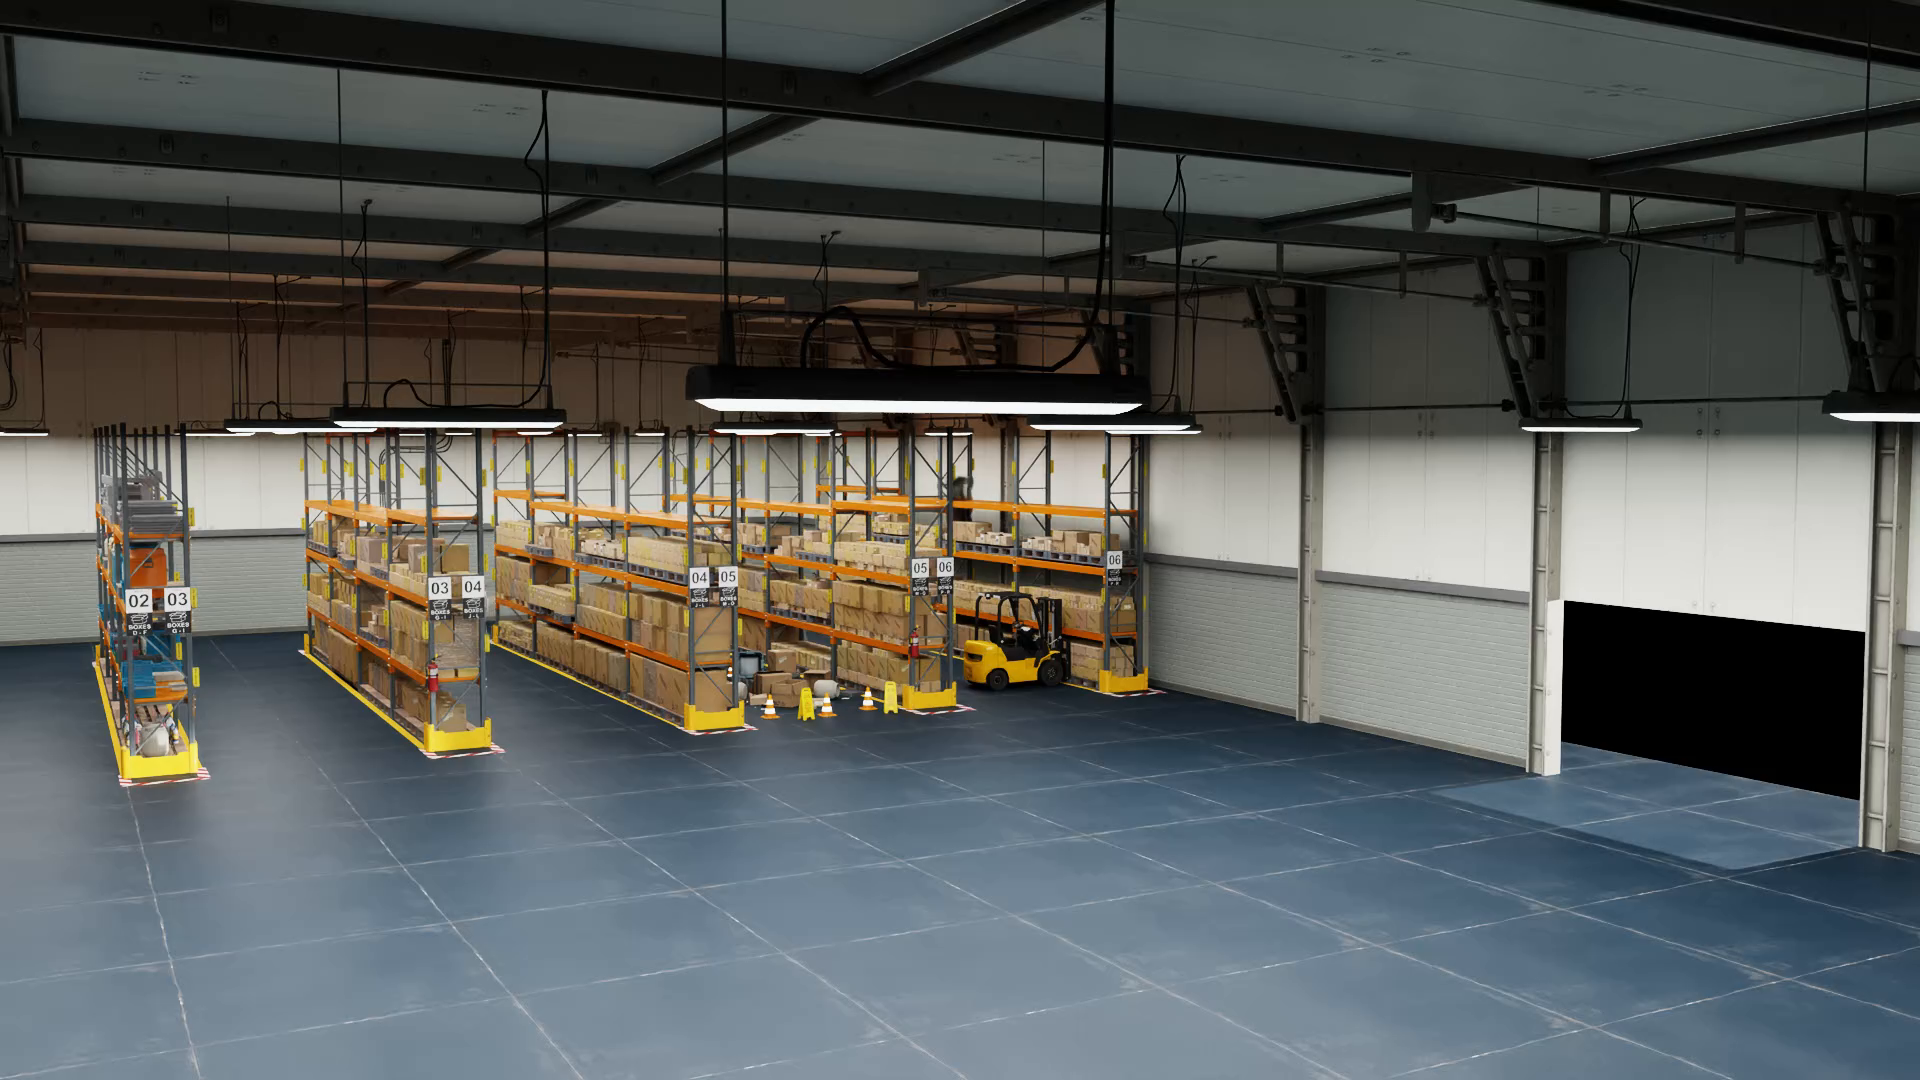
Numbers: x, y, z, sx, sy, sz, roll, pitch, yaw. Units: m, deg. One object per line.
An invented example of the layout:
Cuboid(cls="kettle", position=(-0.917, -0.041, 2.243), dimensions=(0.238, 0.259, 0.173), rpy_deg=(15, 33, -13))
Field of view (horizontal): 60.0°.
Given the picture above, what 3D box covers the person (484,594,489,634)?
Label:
Cuboid(cls="person", position=(-13.724, 2.035, 47.536), dimensions=(0.601, 1.678, 0.822), rpy_deg=(2, 4, 24))
